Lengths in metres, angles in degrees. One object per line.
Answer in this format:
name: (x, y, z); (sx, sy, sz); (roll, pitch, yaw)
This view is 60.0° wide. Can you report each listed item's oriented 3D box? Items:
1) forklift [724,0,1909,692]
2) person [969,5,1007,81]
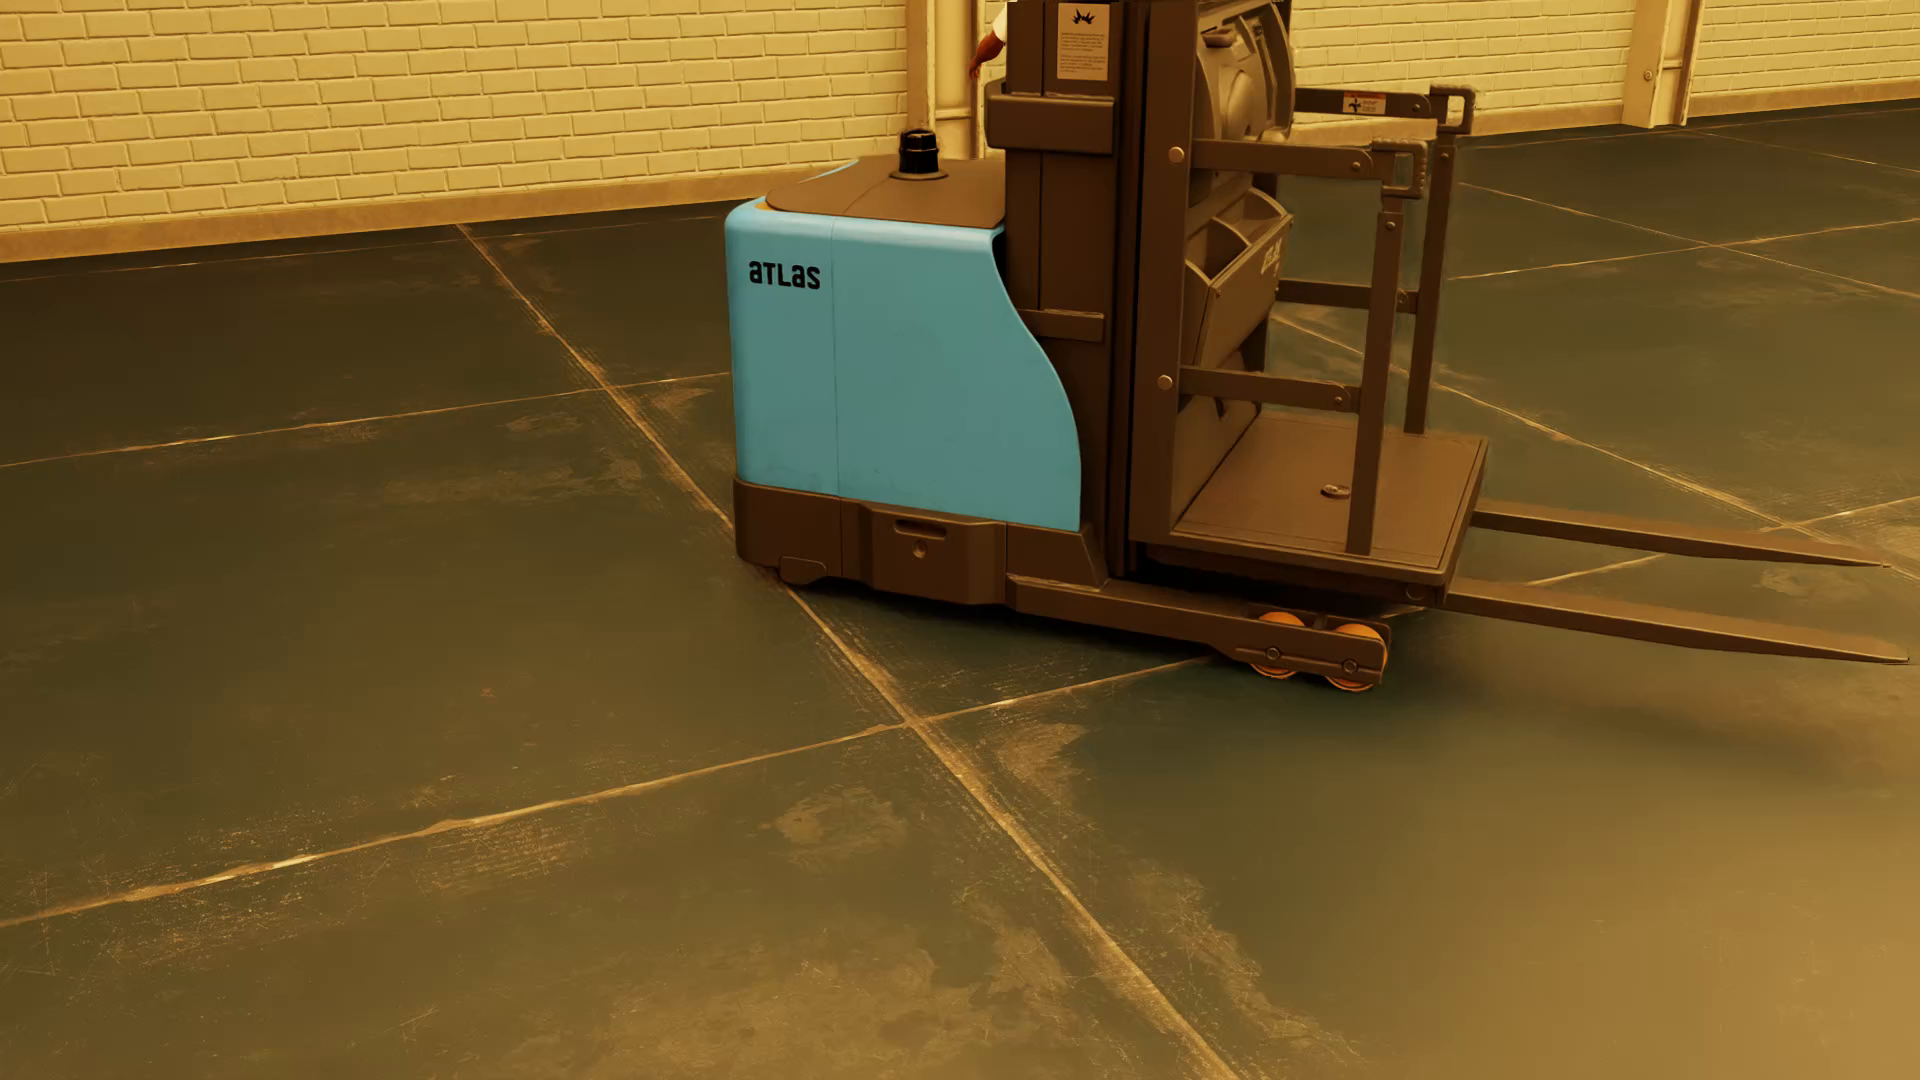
forklift: (0.919, -1.203, 4.183); (3.031, 2.935, 1.130); (9, 24, 20)
person: (0.558, -1.905, 7.465); (1.052, 1.765, 0.707); (1, 23, 2)
